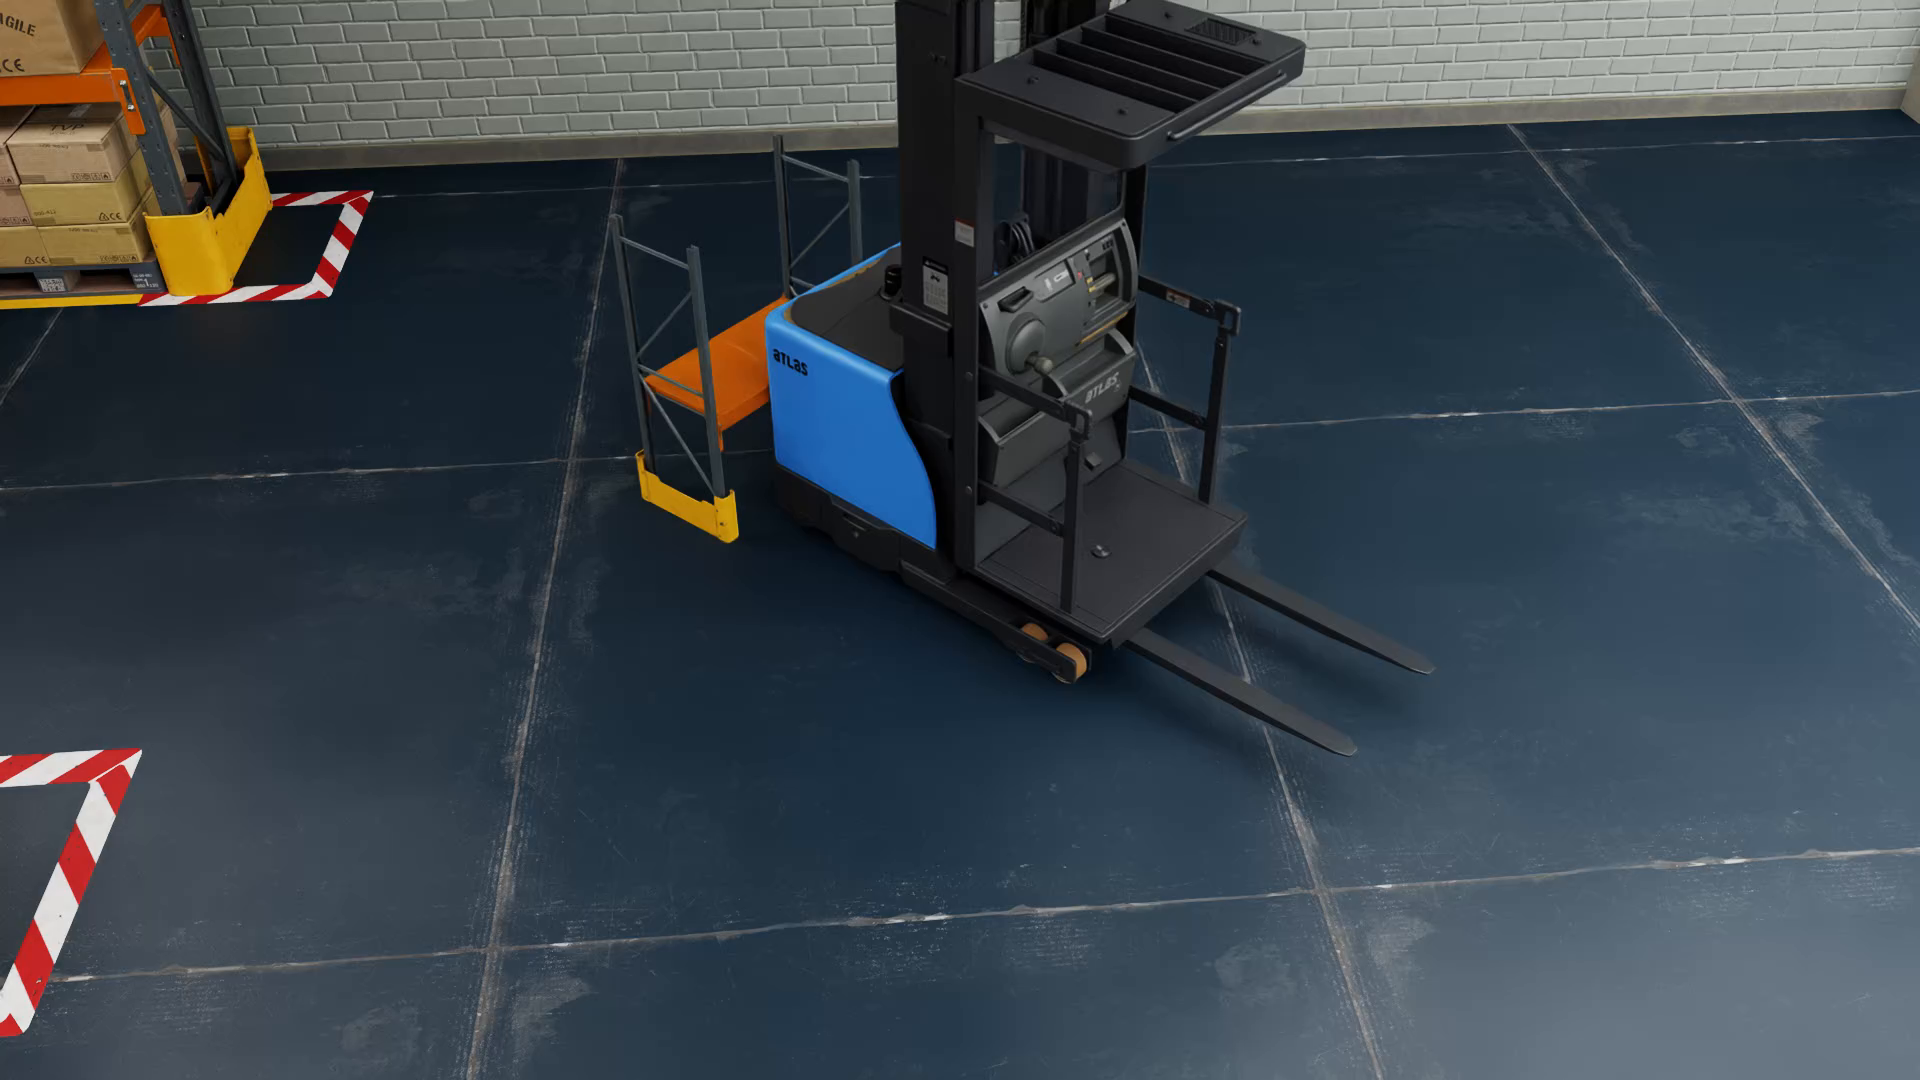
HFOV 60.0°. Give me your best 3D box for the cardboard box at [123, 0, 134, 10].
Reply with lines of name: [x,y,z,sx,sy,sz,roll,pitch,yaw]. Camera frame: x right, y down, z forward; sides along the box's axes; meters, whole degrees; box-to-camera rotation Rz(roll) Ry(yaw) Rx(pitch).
cardboard box: [-4.963,-3.119,9.201,0.500,0.500,0.500,-2,38,-3]

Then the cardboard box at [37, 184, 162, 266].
cardboard box: [-4.885,-1.801,9.491,0.500,0.250,0.500,-3,38,-4]

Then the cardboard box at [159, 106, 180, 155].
cardboard box: [-4.931,-2.320,9.746,0.500,0.250,0.500,-2,38,-3]

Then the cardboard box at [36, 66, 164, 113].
cardboard box: [-4.940,-2.504,9.576,0.500,0.250,0.500,-4,38,-5]

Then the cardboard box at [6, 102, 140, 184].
cardboard box: [-4.876,-2.196,9.185,0.500,0.250,0.500,-2,38,-2]

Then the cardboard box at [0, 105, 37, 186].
cardboard box: [-5.384,-2.164,9.145,0.500,0.250,0.500,-2,38,-3]

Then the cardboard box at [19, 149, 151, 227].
cardboard box: [-4.902,-1.998,9.338,0.500,0.250,0.500,-4,38,-5]

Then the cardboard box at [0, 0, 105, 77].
cardboard box: [-4.912,-2.786,8.779,0.500,0.500,0.500,-4,38,-5]

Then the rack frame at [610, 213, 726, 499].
rack frame: [-1.284,-0.703,7.431,0.500,1.500,0.032,26,45,29]

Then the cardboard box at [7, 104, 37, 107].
cardboard box: [-5.438,-2.475,9.538,0.500,0.250,0.500,-3,38,-4]

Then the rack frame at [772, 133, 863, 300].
rack frame: [-0.663,-1.202,8.063,0.500,1.500,0.032,26,45,29]

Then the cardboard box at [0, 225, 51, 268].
cardboard box: [-5.381,-1.779,9.464,0.500,0.250,0.500,-3,38,-4]

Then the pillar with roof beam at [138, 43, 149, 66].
pillar with roof beam: [-4.837,-3.153,4.481,0.400,9.000,9.100,-3,38,-4]

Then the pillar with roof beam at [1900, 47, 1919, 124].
pillar with roof beam: [7.116,-3.811,5.315,0.400,9.000,9.100,-3,38,-4]

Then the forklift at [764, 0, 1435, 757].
forklift: [0.566,-0.921,6.551,3.031,2.935,1.130,28,46,31]

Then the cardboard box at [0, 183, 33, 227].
cardboard box: [-5.402,-1.977,9.311,0.500,0.250,0.500,-3,38,-4]

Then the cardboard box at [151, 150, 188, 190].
cardboard box: [-4.951,-2.115,9.890,0.500,0.250,0.500,-3,38,-4]

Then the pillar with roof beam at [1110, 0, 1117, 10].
pillar with roof beam: [1.140,-3.482,4.898,0.400,9.000,9.100,-3,38,-4]

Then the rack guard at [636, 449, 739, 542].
rack guard: [-1.283,-0.213,7.819,0.587,0.250,0.087,26,45,29]

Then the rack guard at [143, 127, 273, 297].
rack guard: [-4.421,-1.956,9.825,0.348,0.500,1.175,-3,38,-4]

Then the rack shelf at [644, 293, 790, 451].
rack shelf: [-0.974,-0.811,7.858,0.538,0.185,1.000,26,45,29]

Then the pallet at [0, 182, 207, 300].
pallet: [-5.203,-1.773,9.827,1.213,0.211,1.003,-3,38,-4]

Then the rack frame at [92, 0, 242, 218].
rack frame: [-4.445,-2.936,9.049,0.127,3.000,1.000,-3,38,-4]

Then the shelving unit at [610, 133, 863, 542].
shelving unit: [-0.979,-0.948,7.741,0.587,1.500,1.083,26,45,29]

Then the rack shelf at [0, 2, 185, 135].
rack shelf: [-6.437,-2.544,9.133,4.000,0.370,1.077,-3,38,-4]
